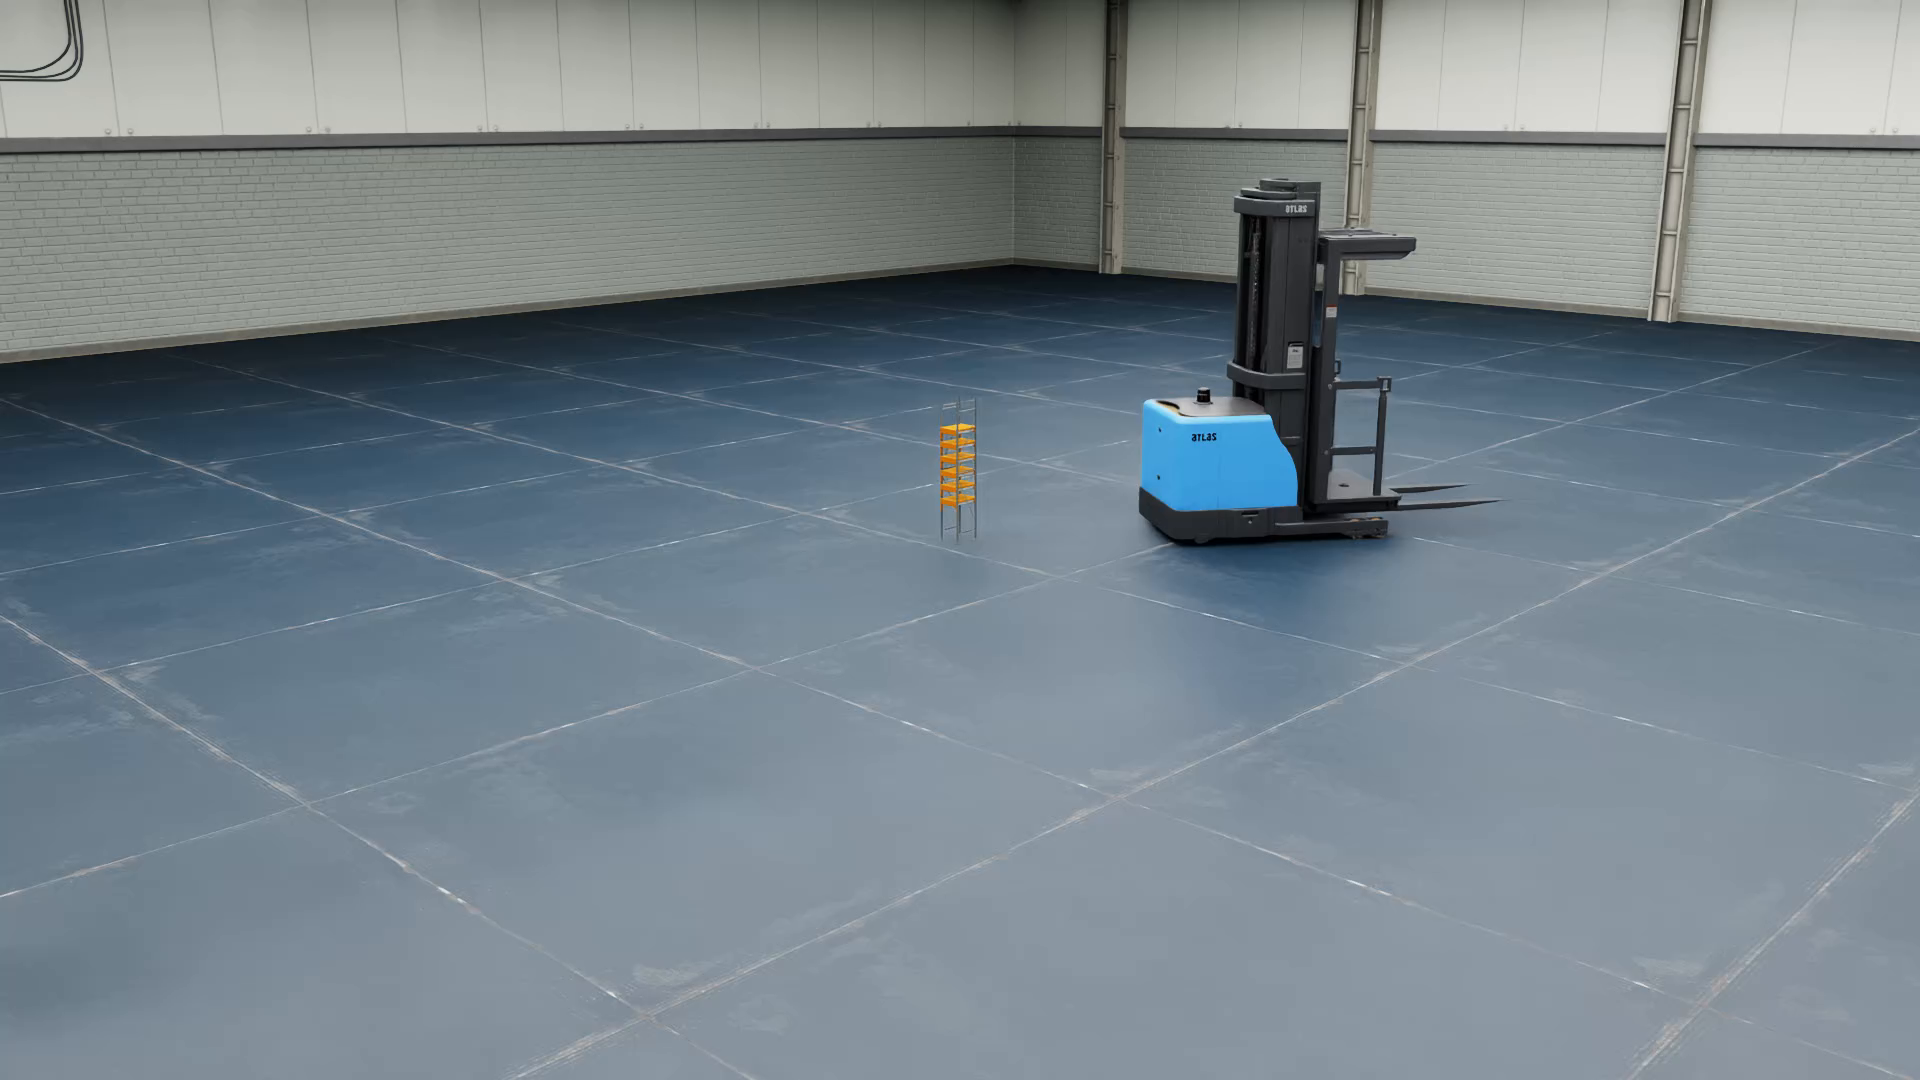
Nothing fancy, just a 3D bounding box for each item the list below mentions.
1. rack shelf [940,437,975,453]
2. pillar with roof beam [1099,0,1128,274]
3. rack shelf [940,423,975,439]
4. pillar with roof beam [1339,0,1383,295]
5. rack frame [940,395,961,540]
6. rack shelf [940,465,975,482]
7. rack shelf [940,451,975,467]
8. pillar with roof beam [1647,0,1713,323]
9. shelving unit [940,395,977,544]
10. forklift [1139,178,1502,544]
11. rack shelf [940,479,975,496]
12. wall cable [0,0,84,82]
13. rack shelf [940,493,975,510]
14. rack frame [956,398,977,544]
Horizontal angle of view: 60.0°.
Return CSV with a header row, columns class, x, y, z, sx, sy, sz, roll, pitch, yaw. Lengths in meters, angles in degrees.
class,x,y,z,sx,sy,sz,roll,pitch,yaw
rack shelf,-0.010,-0.772,13.741,0.180,0.103,0.258,14,20,42
pillar with roof beam,0.292,-9.393,32.135,0.400,9.000,9.100,14,20,42
rack shelf,-0.010,-0.889,13.711,0.180,0.103,0.258,14,20,42
pillar with roof beam,4.611,-8.343,28.104,0.400,9.000,9.100,14,20,42
rack frame,-0.076,-0.599,13.852,0.006,1.200,0.240,14,20,42
rack shelf,-0.010,-0.540,13.802,0.180,0.103,0.258,14,20,42
rack shelf,-0.010,-0.656,13.771,0.180,0.103,0.258,14,20,42
pillar with roof beam,8.930,-7.293,24.074,0.400,9.000,9.100,14,20,42
shelving unit,-0.010,-0.583,13.791,0.189,1.200,0.258,14,20,42
forklift,3.135,-1.553,14.079,3.031,2.935,1.130,-3,15,-11
rack shelf,-0.010,-0.424,13.832,0.180,0.103,0.258,14,20,42
wall cable,-13.186,-8.579,22.264,0.169,6.003,2.305,14,20,42
rack shelf,-0.010,-0.308,13.862,0.180,0.103,0.258,14,20,42
rack frame,0.055,-0.567,13.729,0.006,1.200,0.240,14,20,42
